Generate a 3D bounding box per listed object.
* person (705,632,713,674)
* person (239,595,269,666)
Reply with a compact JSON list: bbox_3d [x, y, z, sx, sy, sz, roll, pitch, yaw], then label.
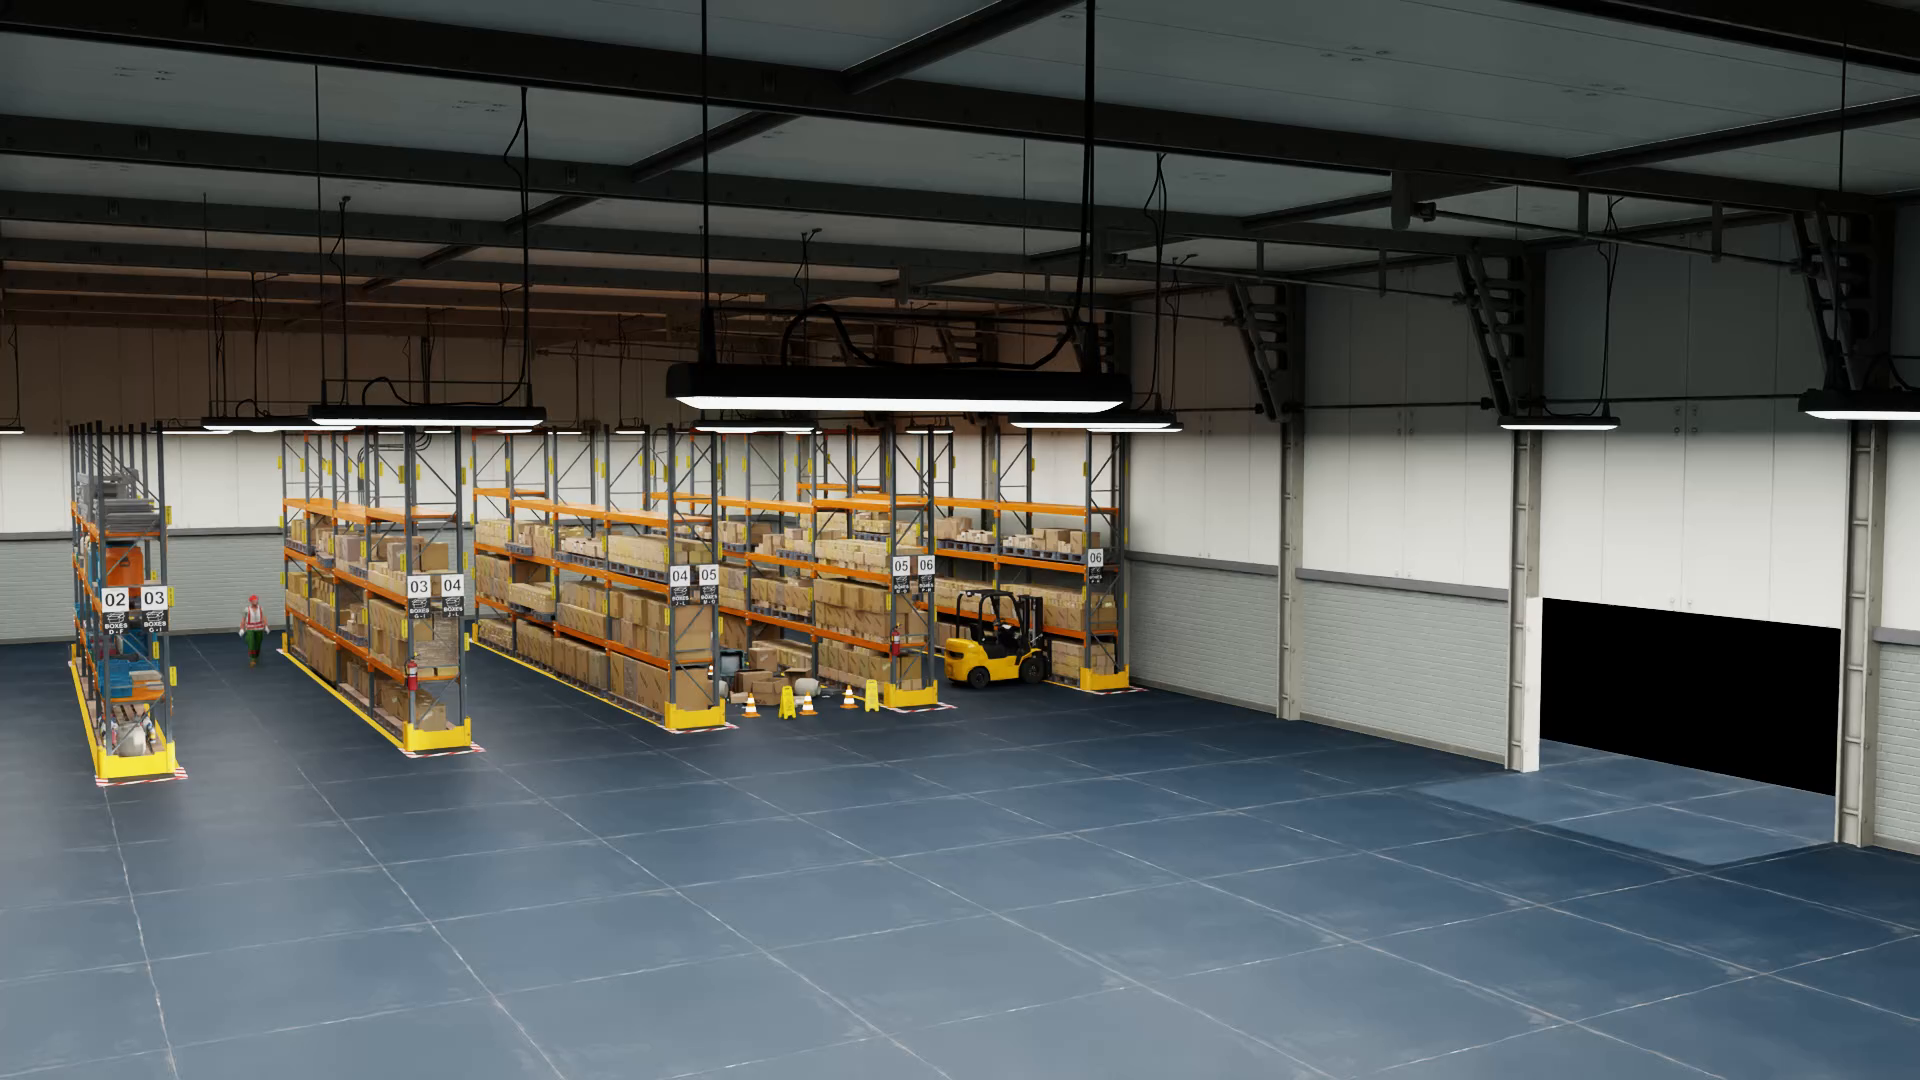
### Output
[{"bbox_3d":[-6.056,2.402,40.126,0.490,1.671,0.414,-2,4,-32],"label":"person"},{"bbox_3d":[-17.706,2.249,41.722,0.683,1.723,1.034,-2,4,-28],"label":"person"}]
